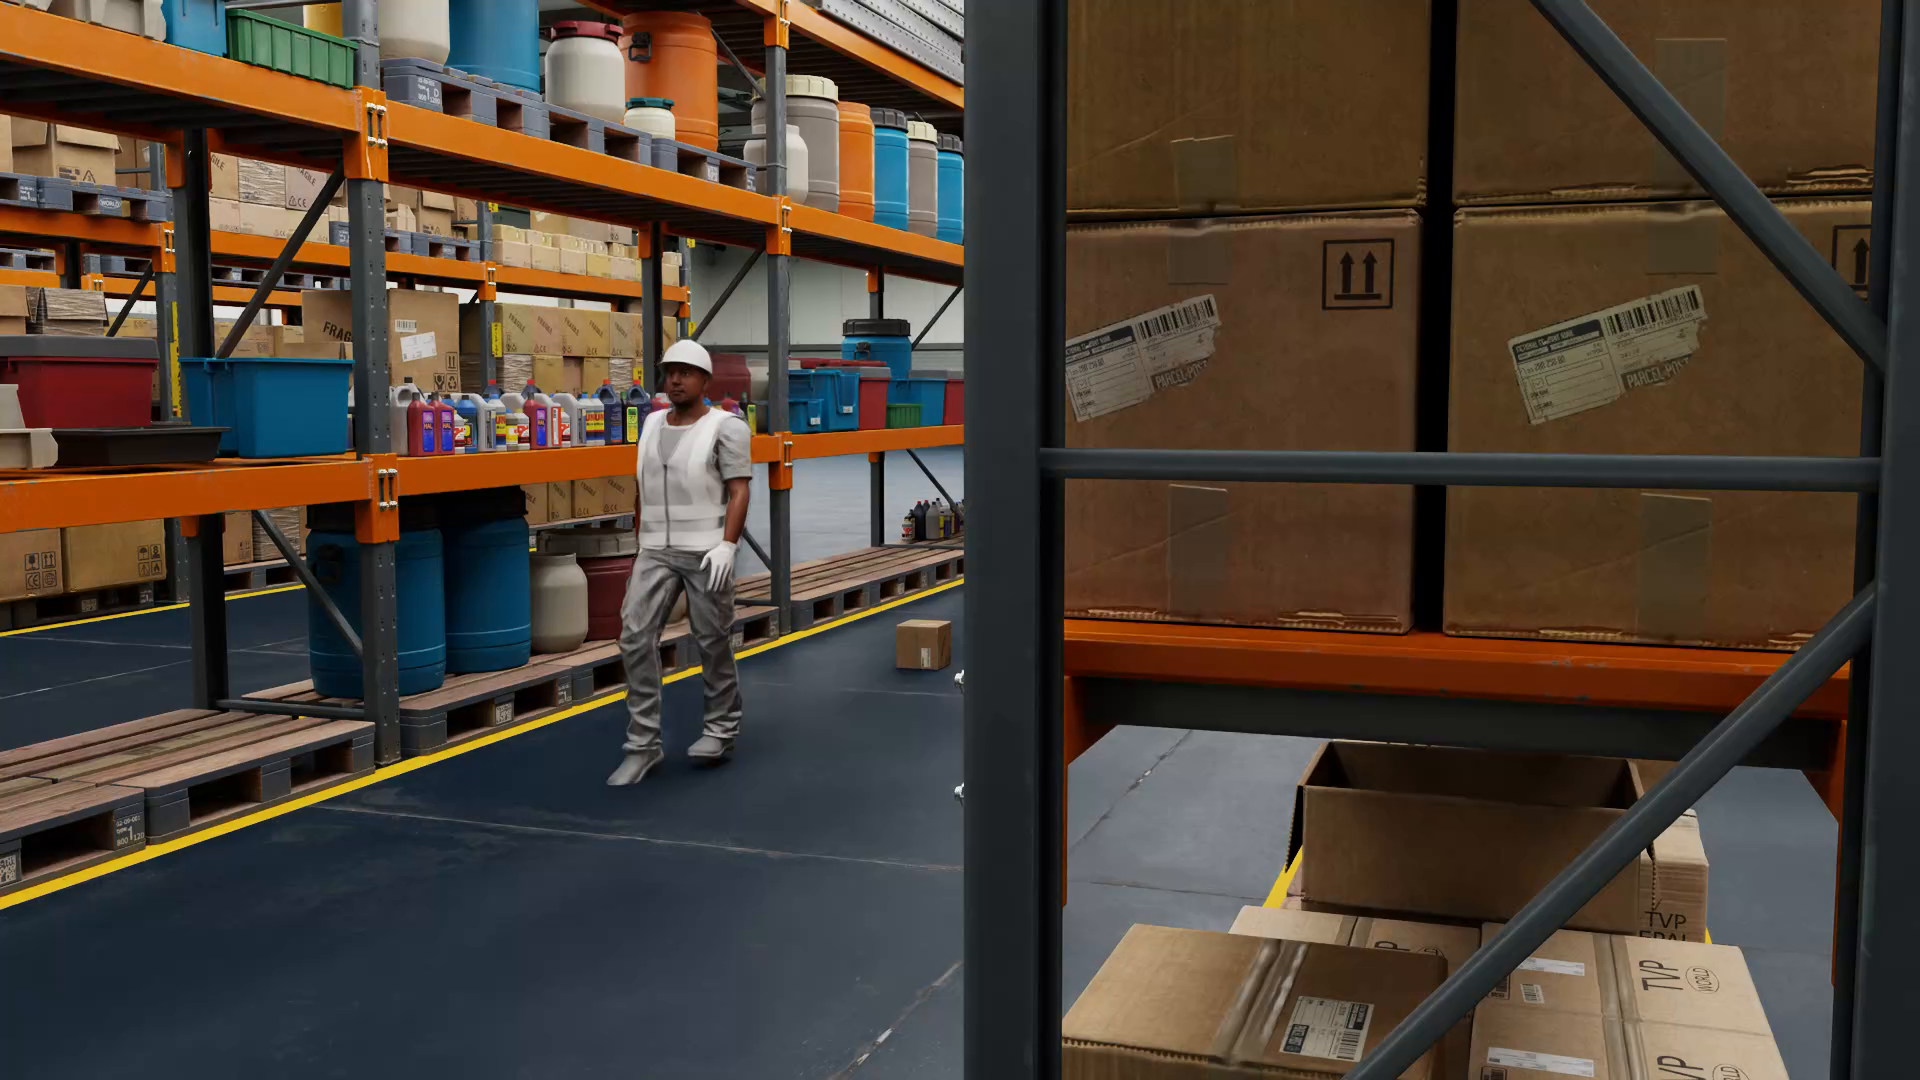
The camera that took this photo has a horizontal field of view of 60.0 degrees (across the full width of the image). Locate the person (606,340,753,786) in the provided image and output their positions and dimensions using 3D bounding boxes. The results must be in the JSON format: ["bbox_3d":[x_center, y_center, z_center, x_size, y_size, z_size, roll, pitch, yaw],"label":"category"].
[{"bbox_3d":[-1.158,0.095,6.887,0.603,1.842,0.655,2,5,21],"label":"person"}]
